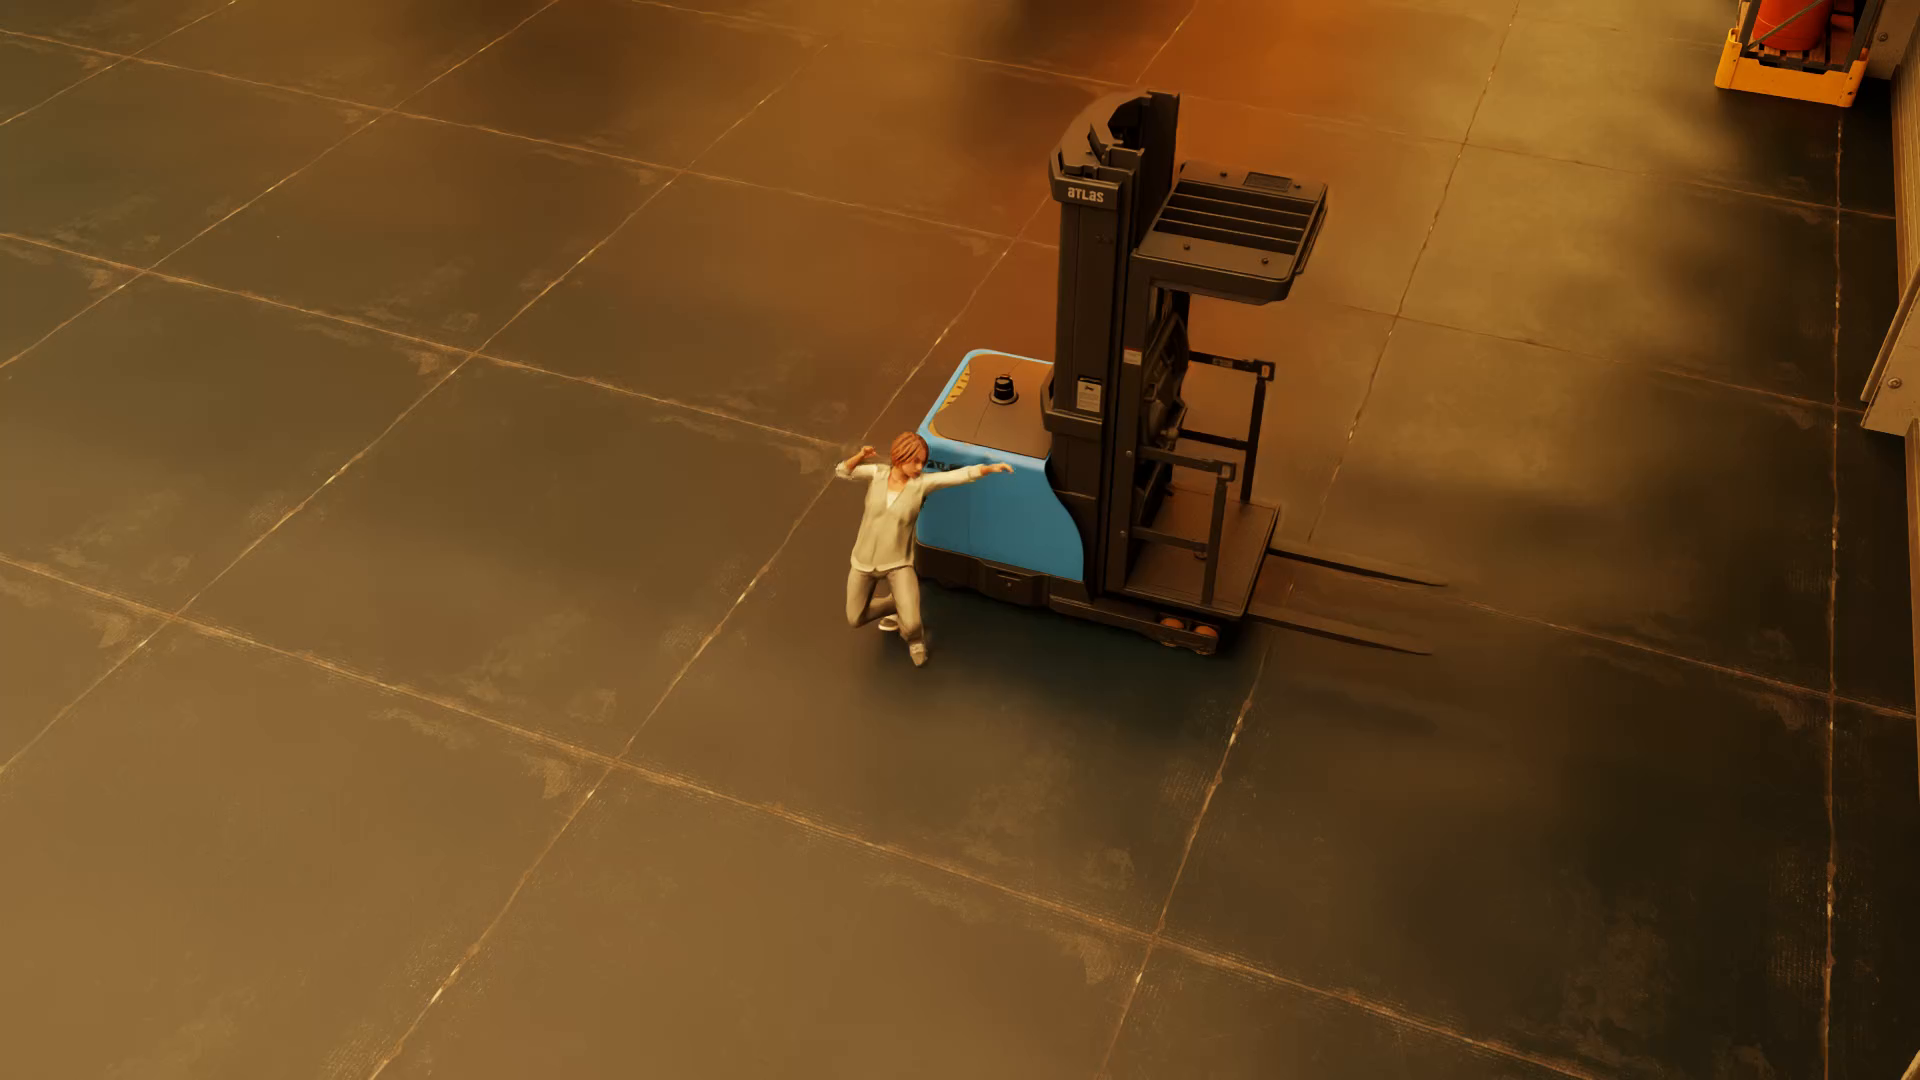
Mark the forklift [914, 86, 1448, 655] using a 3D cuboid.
[{"bbox_3d":[1.300,-0.855,9.027,3.031,2.935,1.130,13,42,15],"label":"forklift"}]

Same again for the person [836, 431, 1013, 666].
[{"bbox_3d":[-0.207,0.064,9.049,0.931,1.504,0.727,10,41,12],"label":"person"}]
